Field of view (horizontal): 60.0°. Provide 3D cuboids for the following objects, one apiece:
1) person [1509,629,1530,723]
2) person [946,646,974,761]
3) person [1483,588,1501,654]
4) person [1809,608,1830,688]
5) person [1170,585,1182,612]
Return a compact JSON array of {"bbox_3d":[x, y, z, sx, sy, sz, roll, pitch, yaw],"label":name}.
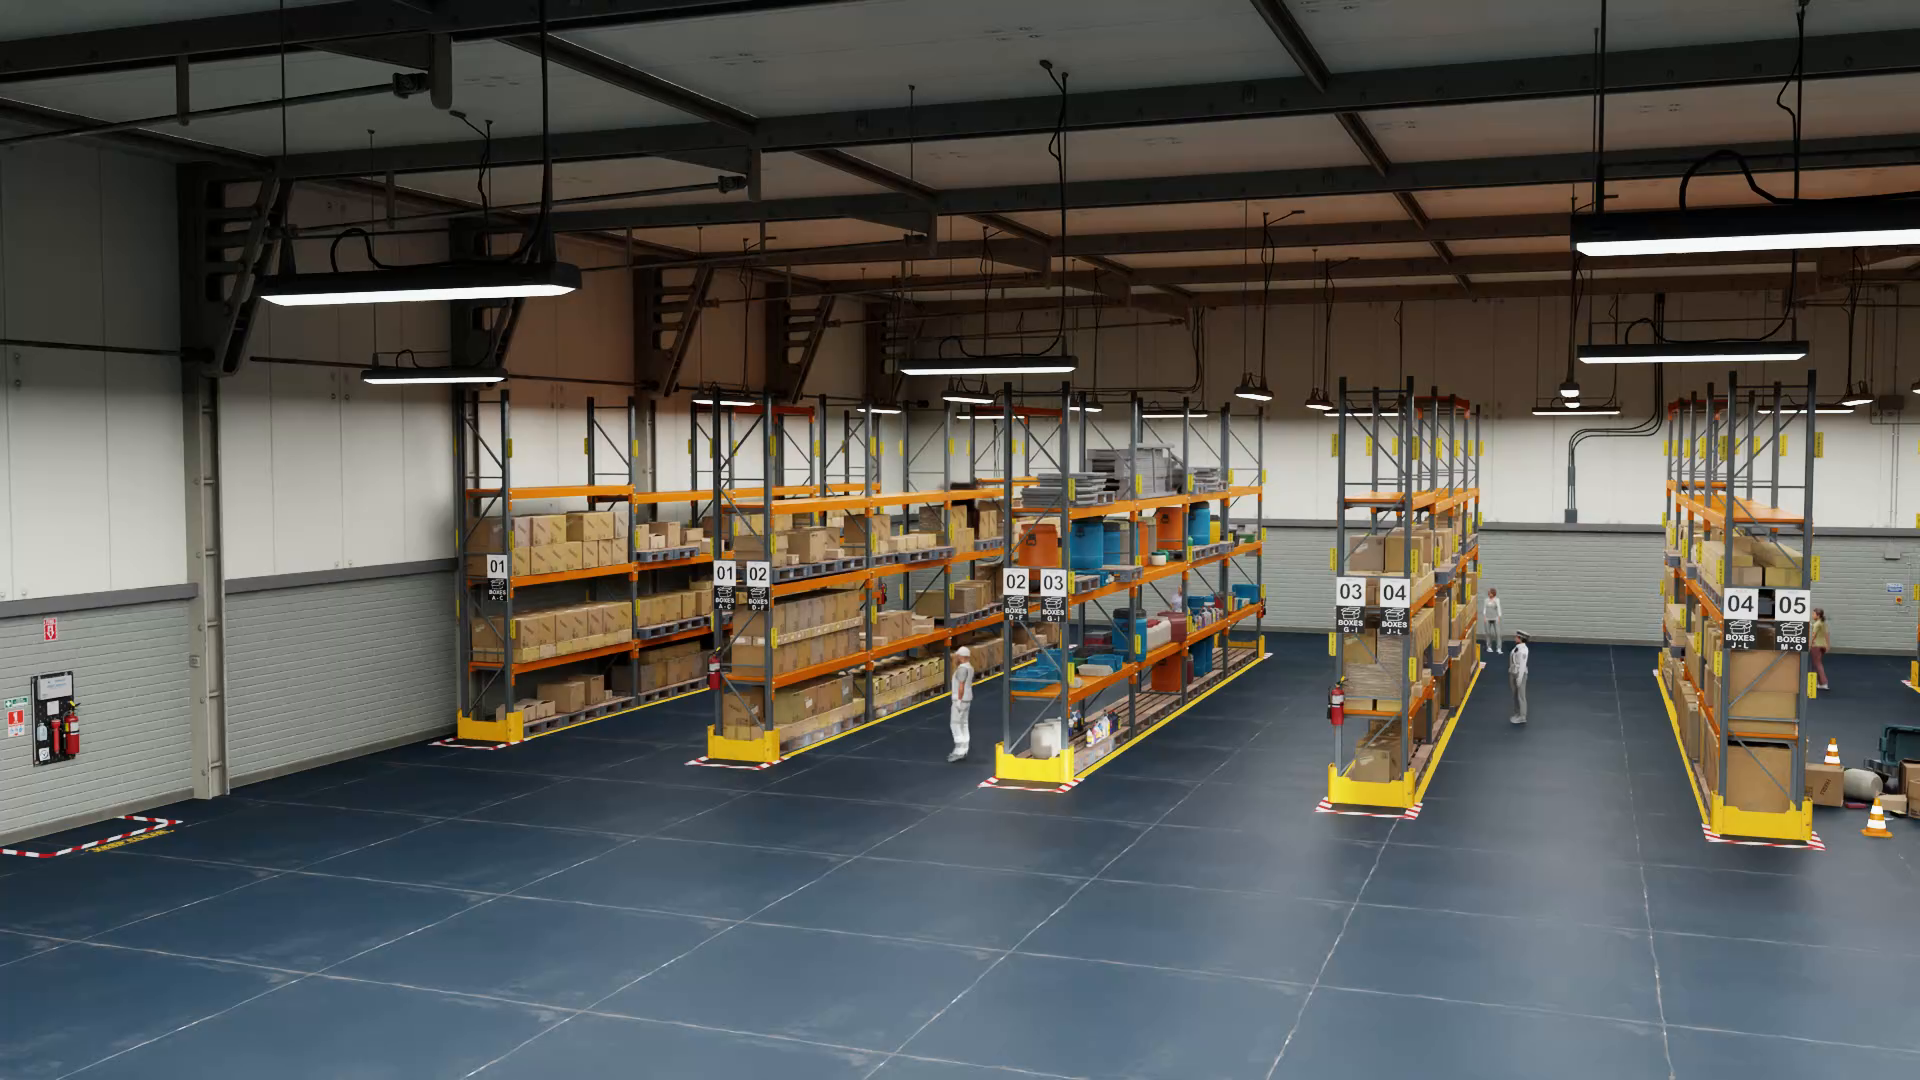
[{"bbox_3d":[10.223,2.484,30.487,0.445,1.686,0.502,-1,3,-13],"label":"person"},{"bbox_3d":[0.004,2.636,26.847,0.374,1.828,0.620,1,3,18],"label":"person"},{"bbox_3d":[13.070,1.974,40.792,0.462,1.611,0.363,2,4,26],"label":"person"},{"bbox_3d":[17.870,2.266,34.679,0.569,1.682,0.695,-1,3,-10],"label":"person"},{"bbox_3d":[5.493,1.958,41.507,0.528,1.518,0.988,0,3,6],"label":"person"}]
